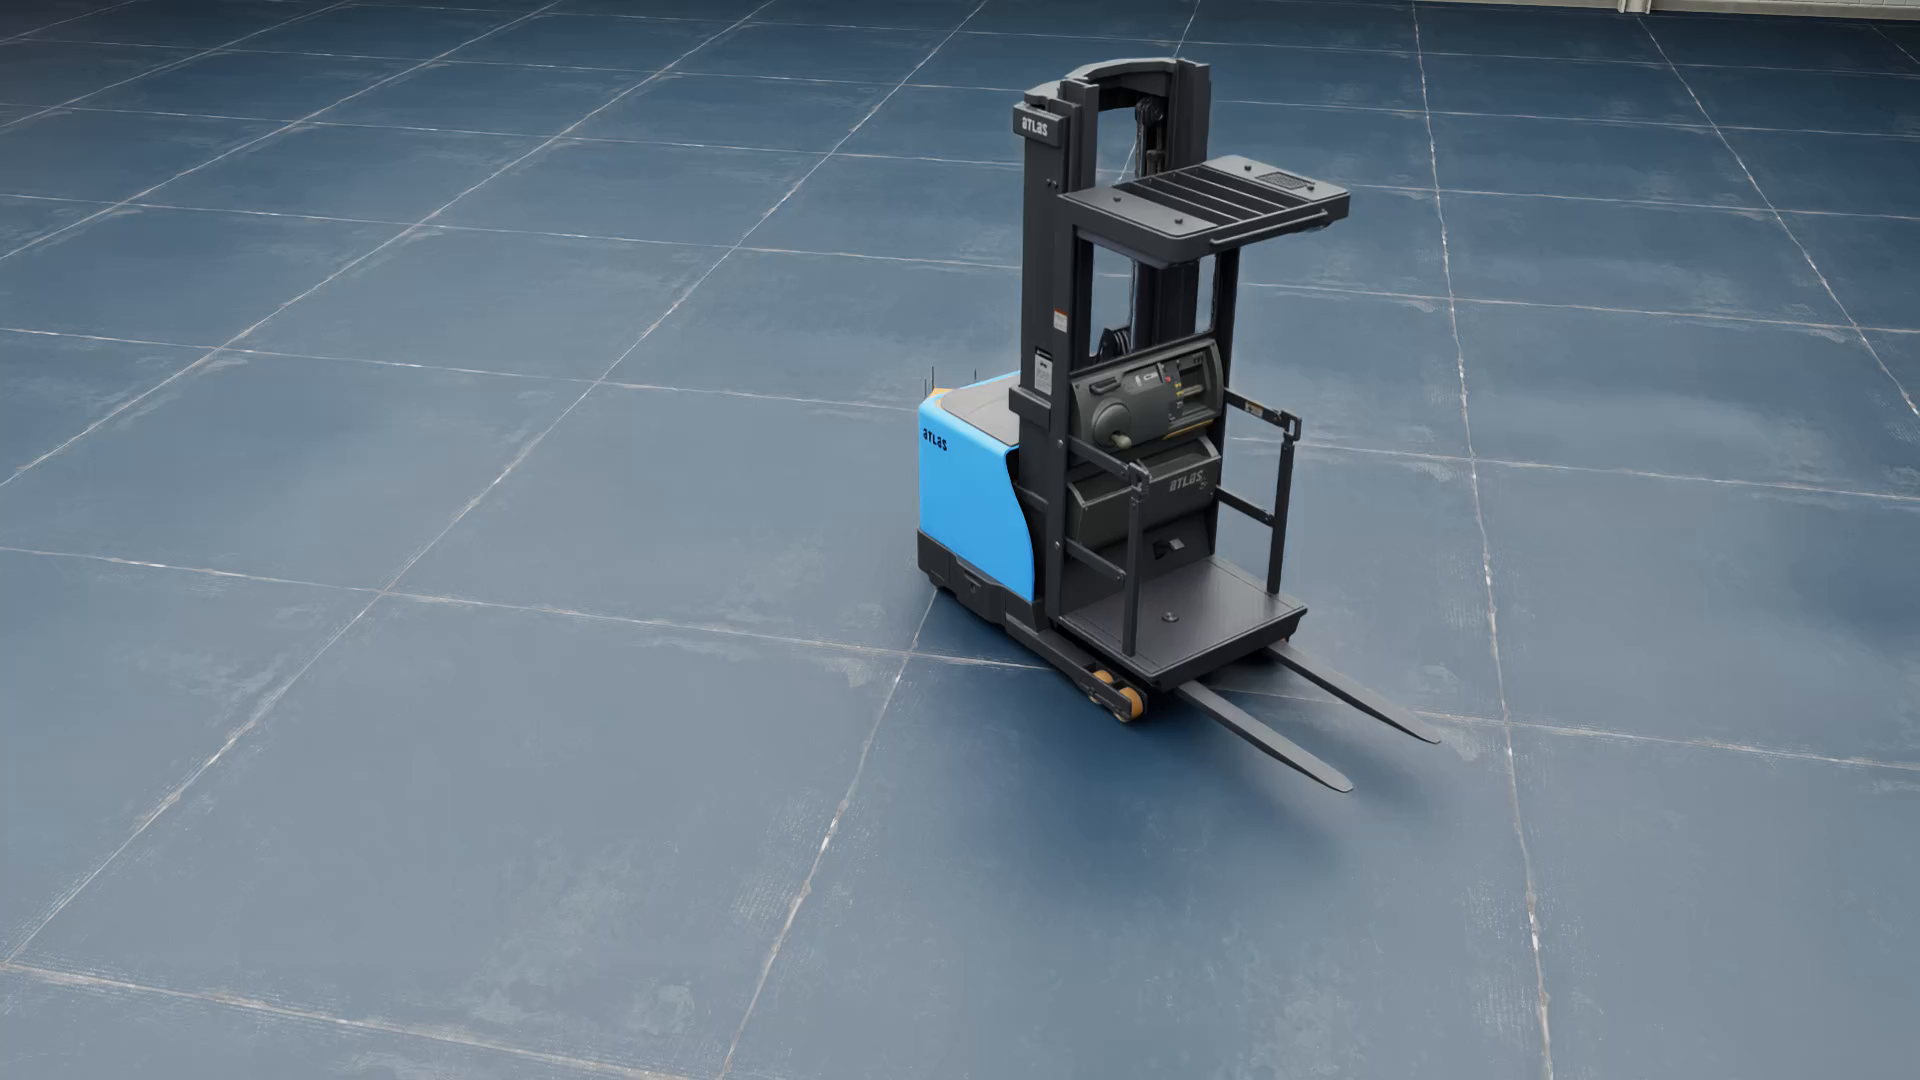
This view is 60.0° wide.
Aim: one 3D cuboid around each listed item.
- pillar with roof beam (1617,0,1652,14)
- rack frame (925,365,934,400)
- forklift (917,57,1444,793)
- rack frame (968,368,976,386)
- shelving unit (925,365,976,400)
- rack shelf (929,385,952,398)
[{"bbox_3d":[8.529,-9.336,17.433,0.400,9.000,9.100,6,29,11],"label":"pillar with roof beam"},{"bbox_3d":[-0.172,-0.478,9.530,0.008,1.050,0.200,6,29,11],"label":"rack frame"},{"bbox_3d":[1.046,-0.664,7.911,1.130,2.935,3.031,-20,34,-32],"label":"forklift"},{"bbox_3d":[0.067,-0.454,9.485,0.008,1.050,0.200,6,29,11],"label":"rack frame"},{"bbox_3d":[-0.052,-0.466,9.508,0.252,1.050,0.215,6,29,11],"label":"shelving unit"},{"bbox_3d":[-0.052,-0.705,9.376,0.240,0.259,0.215,6,29,11],"label":"rack shelf"}]
